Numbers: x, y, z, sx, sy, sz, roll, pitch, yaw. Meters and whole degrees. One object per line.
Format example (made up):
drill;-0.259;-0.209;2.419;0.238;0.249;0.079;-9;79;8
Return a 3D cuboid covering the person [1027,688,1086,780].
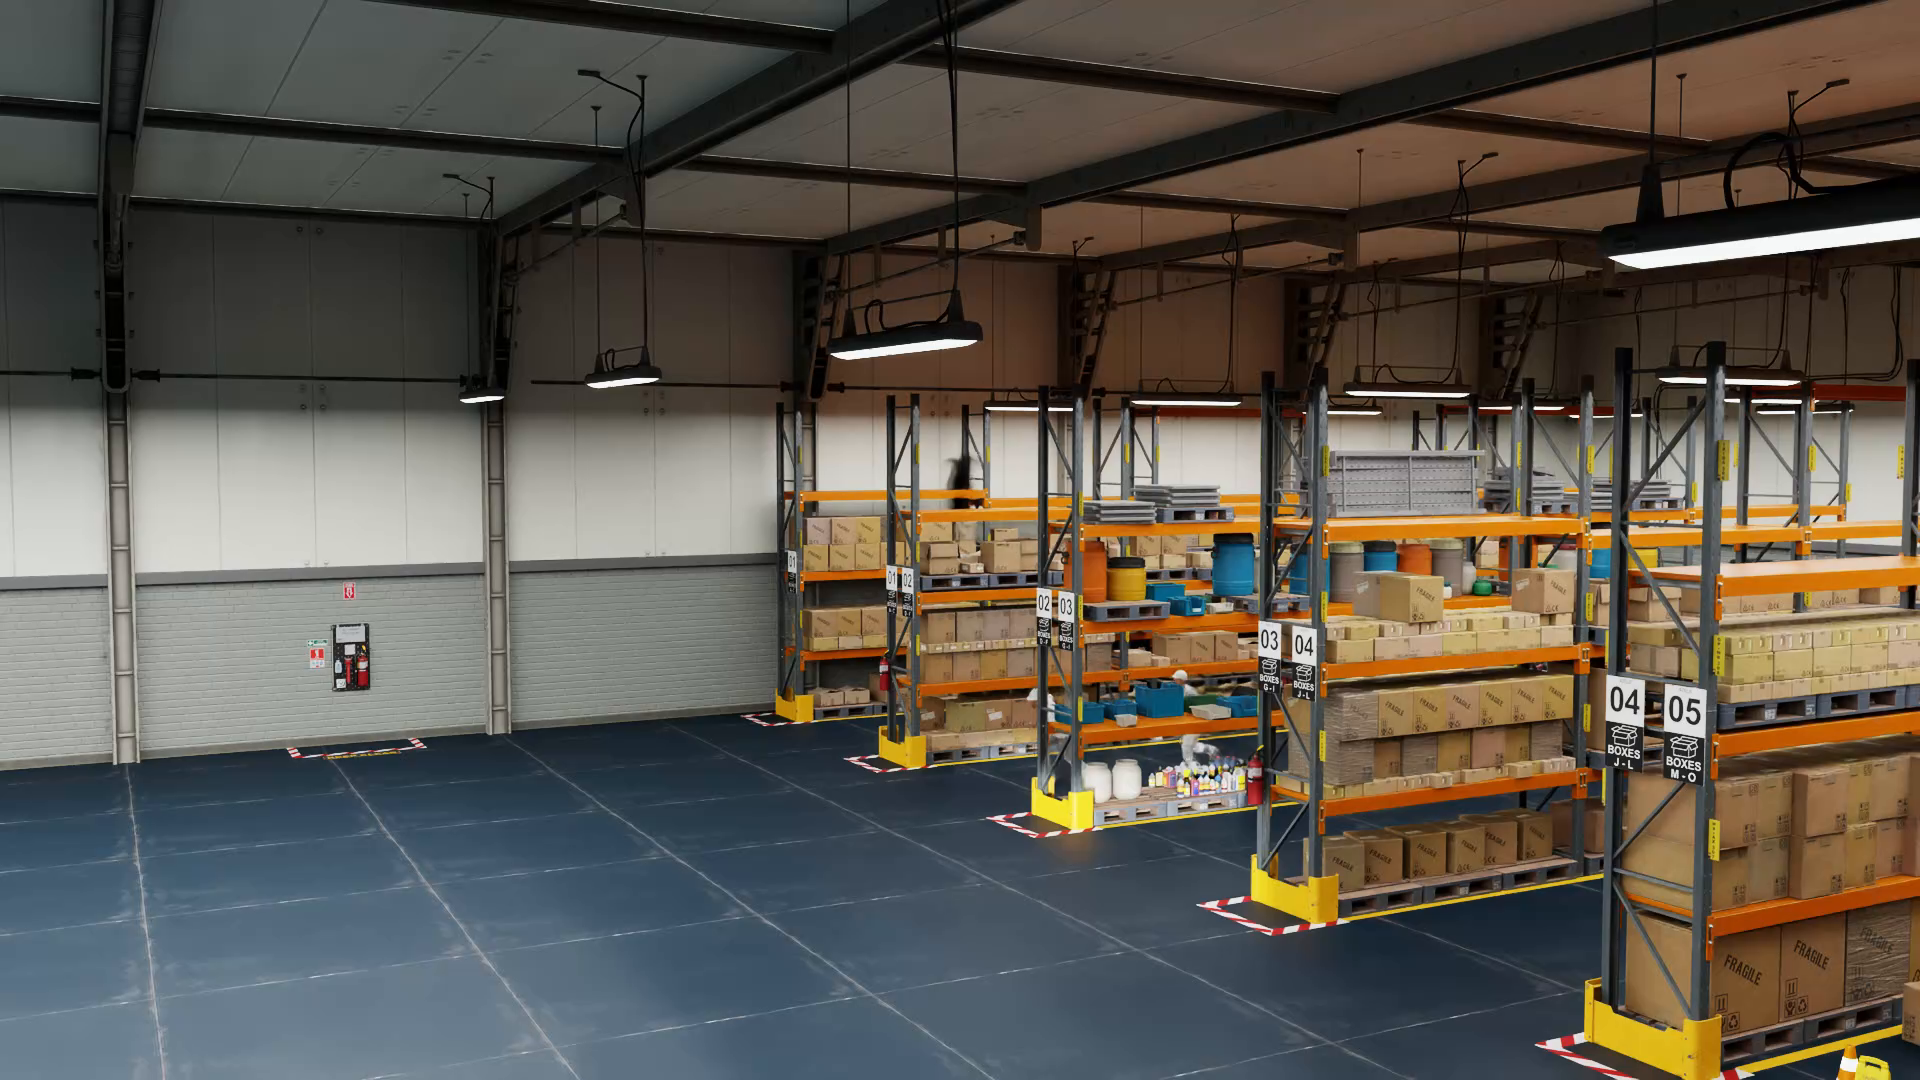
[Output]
person;1.507;2.980;25.305;1.160;1.539;0.694;-2;4;-28

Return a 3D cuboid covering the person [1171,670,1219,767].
person;3.661;2.869;25.825;0.858;1.719;0.649;-1;4;-24
